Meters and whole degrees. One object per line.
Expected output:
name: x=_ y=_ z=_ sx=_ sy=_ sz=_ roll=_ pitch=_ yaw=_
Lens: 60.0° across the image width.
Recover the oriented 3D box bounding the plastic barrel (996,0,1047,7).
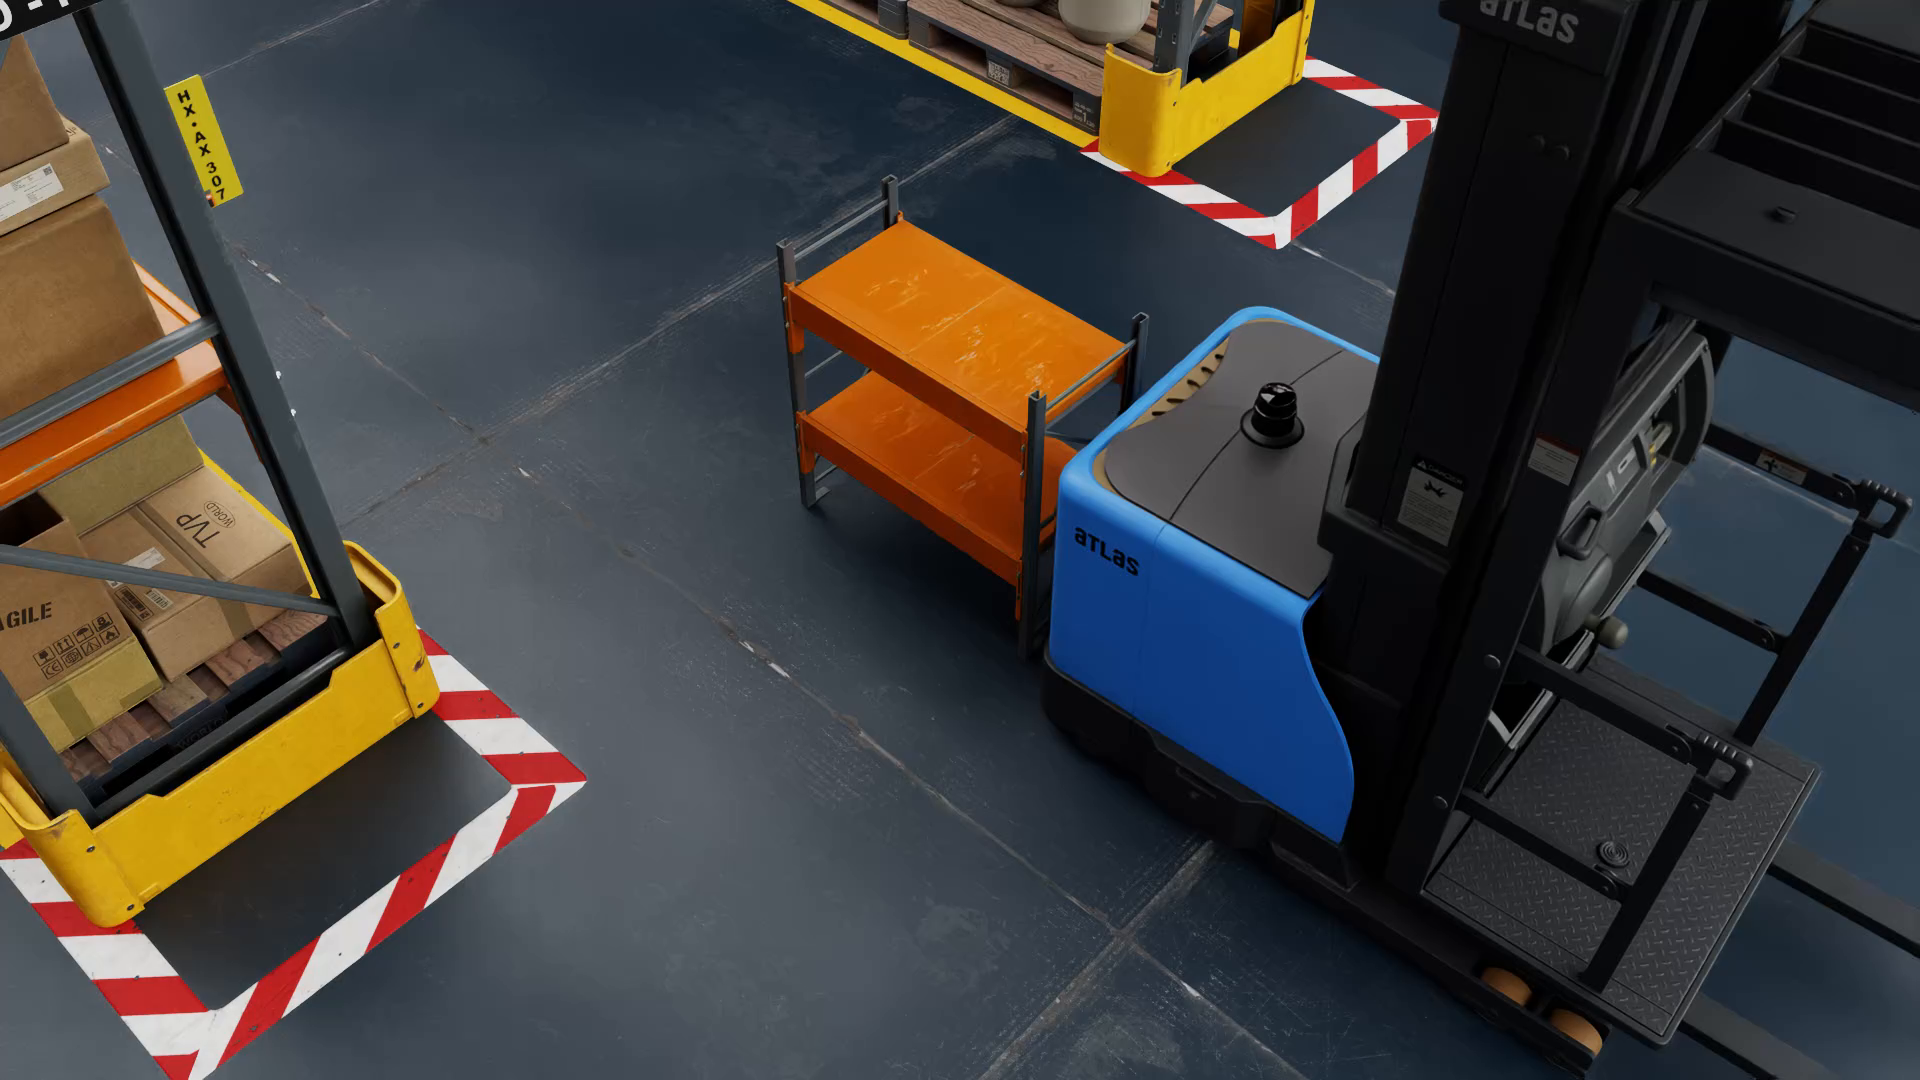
plastic barrel: x=0.292 y=-2.793 z=7.733 sx=0.421 sy=0.512 sz=0.421 roll=0 pitch=47 yaw=0

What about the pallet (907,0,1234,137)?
pallet: x=0.514 y=-2.431 z=7.887 sx=1.213 sy=0.211 sz=1.003 roll=34 pitch=55 yaw=28

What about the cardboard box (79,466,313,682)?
cardboard box: x=-2.410 y=0.097 z=5.200 sx=0.500 sy=0.250 sz=0.500 roll=34 pitch=55 yaw=28

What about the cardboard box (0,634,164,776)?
cardboard box: x=-2.761 y=0.374 z=4.939 sx=0.500 sy=0.250 sz=0.500 roll=34 pitch=55 yaw=28

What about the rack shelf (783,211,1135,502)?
rack shelf: x=-0.005 y=-0.589 z=5.130 sx=1.000 sy=0.278 sz=0.538 roll=34 pitch=55 yaw=28

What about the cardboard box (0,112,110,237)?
cardboard box: x=-2.309 y=-0.882 z=4.007 sx=0.250 sy=0.149 sz=0.380 roll=34 pitch=55 yaw=27

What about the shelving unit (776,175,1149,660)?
shelving unit: x=-0.005 y=-0.388 z=5.343 sx=1.048 sy=1.125 sz=0.538 roll=34 pitch=55 yaw=28

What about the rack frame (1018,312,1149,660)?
rack frame: x=0.369 y=-0.137 z=5.107 sx=0.032 sy=1.125 sz=0.500 roll=34 pitch=55 yaw=28

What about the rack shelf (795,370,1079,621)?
rack shelf: x=-0.005 y=-0.221 z=5.521 sx=1.000 sy=0.278 sz=0.538 roll=34 pitch=55 yaw=28

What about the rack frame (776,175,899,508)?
rack frame: x=-0.379 y=-0.640 z=5.579 sx=0.032 sy=1.125 sz=0.500 roll=34 pitch=55 yaw=28

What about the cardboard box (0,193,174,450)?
cardboard box: x=-2.501 y=-0.588 z=4.176 sx=0.500 sy=0.500 sz=0.700 roll=34 pitch=55 yaw=28

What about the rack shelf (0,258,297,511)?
rack shelf: x=-3.636 y=-1.059 z=5.180 sx=4.000 sy=0.370 sz=1.077 roll=34 pitch=55 yaw=28

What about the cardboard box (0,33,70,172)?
cardboard box: x=-2.540 y=-1.058 z=3.728 sx=0.500 sy=0.500 sz=0.700 roll=34 pitch=55 yaw=28

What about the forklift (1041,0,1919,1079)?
forklift: x=1.710 y=-0.036 z=3.774 sx=3.031 sy=2.935 sz=1.130 roll=31 pitch=54 yaw=26

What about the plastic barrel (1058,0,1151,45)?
plastic barrel: x=0.660 y=-2.545 z=7.500 sx=0.421 sy=0.512 sz=0.421 roll=0 pitch=47 yaw=0

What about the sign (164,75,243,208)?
sign: x=-1.786 y=-0.934 z=3.921 sx=0.005 sy=0.325 sz=0.100 roll=34 pitch=55 yaw=28

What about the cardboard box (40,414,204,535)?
cardboard box: x=-2.779 y=-0.406 z=5.157 sx=0.500 sy=0.500 sz=0.500 roll=34 pitch=55 yaw=28

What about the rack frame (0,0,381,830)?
rack frame: x=-2.167 y=-0.316 z=3.989 sx=0.127 sy=3.000 sz=1.000 roll=34 pitch=55 yaw=28

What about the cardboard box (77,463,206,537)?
cardboard box: x=-2.780 y=-0.149 z=5.430 sx=0.500 sy=0.250 sz=0.500 roll=34 pitch=55 yaw=28

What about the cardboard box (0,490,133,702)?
cardboard box: x=-2.763 y=0.119 z=4.665 sx=0.500 sy=0.500 sz=0.500 roll=34 pitch=55 yaw=28

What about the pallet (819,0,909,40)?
pallet: x=-0.378 y=-3.034 z=8.454 sx=1.213 sy=0.211 sz=1.003 roll=34 pitch=55 yaw=28

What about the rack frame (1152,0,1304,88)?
rack frame: x=1.196 y=-2.968 z=6.479 sx=0.127 sy=3.000 sz=1.000 roll=34 pitch=55 yaw=28

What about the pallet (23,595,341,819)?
pallet: x=-2.757 y=0.282 z=5.340 sx=1.213 sy=0.211 sz=1.003 roll=34 pitch=55 yaw=28

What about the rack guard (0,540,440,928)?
rack guard: x=-2.149 y=0.551 z=4.890 sx=0.348 sy=0.500 sz=1.175 roll=34 pitch=55 yaw=28

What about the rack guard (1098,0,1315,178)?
rack guard: x=1.108 y=-2.125 z=7.402 sx=0.348 sy=0.500 sz=1.175 roll=34 pitch=55 yaw=28
